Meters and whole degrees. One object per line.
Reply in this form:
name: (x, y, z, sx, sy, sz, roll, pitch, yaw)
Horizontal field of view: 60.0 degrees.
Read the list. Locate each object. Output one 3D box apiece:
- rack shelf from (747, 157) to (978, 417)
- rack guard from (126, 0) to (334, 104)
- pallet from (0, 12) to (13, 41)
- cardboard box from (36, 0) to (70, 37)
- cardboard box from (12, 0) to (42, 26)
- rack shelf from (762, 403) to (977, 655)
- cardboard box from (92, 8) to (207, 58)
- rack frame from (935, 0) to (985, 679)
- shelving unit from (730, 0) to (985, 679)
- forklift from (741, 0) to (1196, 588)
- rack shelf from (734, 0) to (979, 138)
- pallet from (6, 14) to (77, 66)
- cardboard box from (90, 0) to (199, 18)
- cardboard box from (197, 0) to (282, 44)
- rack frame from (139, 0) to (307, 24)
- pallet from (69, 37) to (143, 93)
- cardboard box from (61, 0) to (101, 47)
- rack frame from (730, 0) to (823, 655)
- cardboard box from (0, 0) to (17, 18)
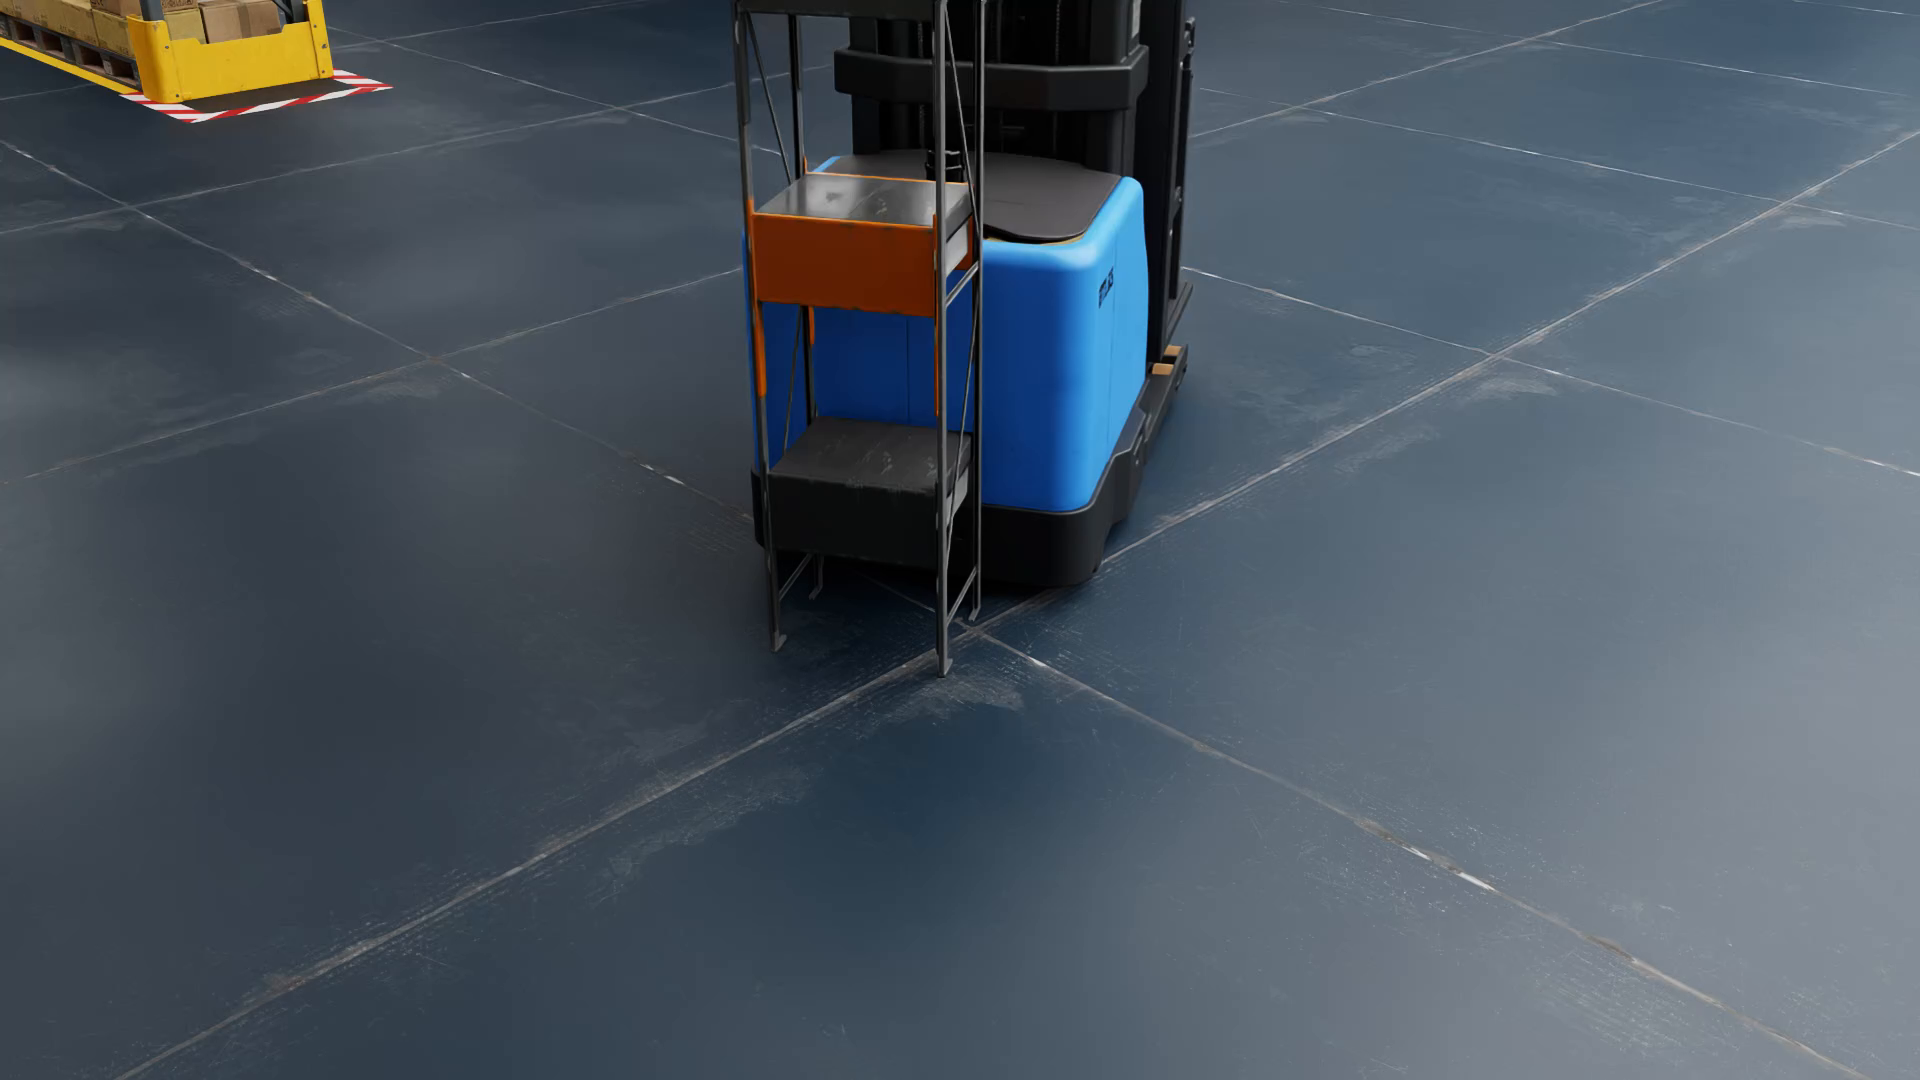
rack shelf: (-0.234, -0.659, 4.276, 0.480, 0.518, 0.431, 7, 29, 13)
rack guard: (-4.722, -3.208, 10.814, 0.348, 0.500, 1.175, 25, 36, 38)
pallet: (-7.053, -4.120, 12.858, 1.213, 0.211, 1.003, 25, 36, 38)
cardboard box: (-6.051, -3.690, 11.547, 0.500, 0.250, 0.500, 25, 36, 38)
cardboard box: (-6.406, -3.853, 11.859, 0.500, 0.250, 0.500, 25, 36, 38)
rack shelf: (-0.234, -0.039, 4.601, 0.480, 0.518, 0.431, 7, 29, 13)
cardboard box: (-5.328, -3.368, 10.935, 0.500, 0.250, 0.500, 25, 36, 38)
rack frame: (0.002, -0.641, 4.213, 0.015, 2.100, 0.400, 7, 29, 13)
shelving unit: (-0.234, -0.671, 4.269, 0.503, 2.100, 0.431, 7, 29, 13)
forklift: (0.247, -1.827, 5.575, 1.130, 2.935, 3.031, 7, 29, 13)
rack shelf: (-0.234, -1.278, 3.950, 0.480, 0.518, 0.431, 7, 29, 13)
pallet: (-6.179, -3.722, 12.101, 1.213, 0.211, 1.003, 25, 36, 38)
cardboard box: (-5.330, -3.699, 10.759, 0.500, 0.500, 0.500, 25, 36, 38)
cardboard box: (-4.965, -3.540, 11.262, 0.500, 0.250, 0.500, 25, 36, 38)
rack frame: (-4.739, -4.322, 10.247, 0.127, 3.000, 1.000, 25, 36, 38)
pallet: (-5.314, -3.324, 11.344, 1.213, 0.211, 1.003, 25, 36, 38)
cardboard box: (-5.693, -3.527, 11.238, 0.500, 0.250, 0.500, 25, 36, 38)
rack frame: (-0.469, -0.700, 4.326, 0.015, 2.100, 0.400, 7, 29, 13)
cardboard box: (-6.767, -4.015, 12.165, 0.500, 0.250, 0.500, 25, 36, 38)
